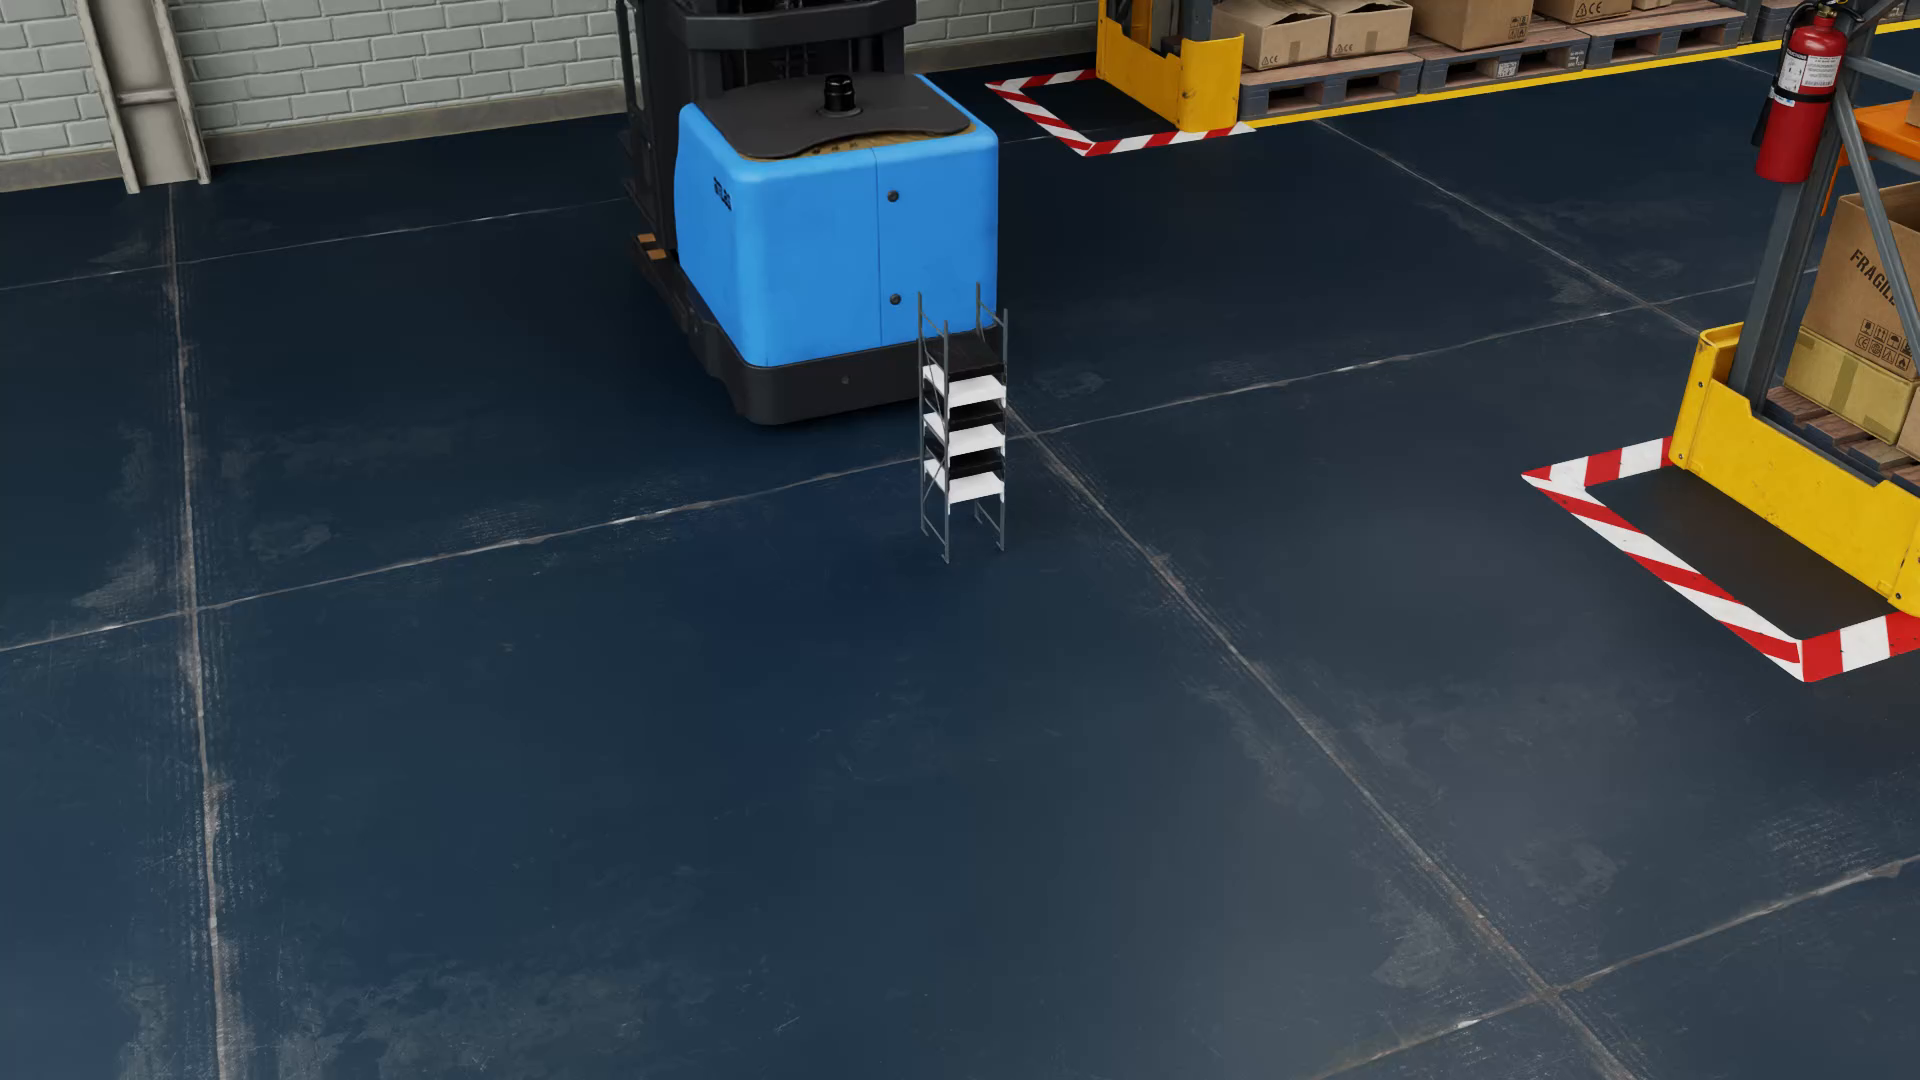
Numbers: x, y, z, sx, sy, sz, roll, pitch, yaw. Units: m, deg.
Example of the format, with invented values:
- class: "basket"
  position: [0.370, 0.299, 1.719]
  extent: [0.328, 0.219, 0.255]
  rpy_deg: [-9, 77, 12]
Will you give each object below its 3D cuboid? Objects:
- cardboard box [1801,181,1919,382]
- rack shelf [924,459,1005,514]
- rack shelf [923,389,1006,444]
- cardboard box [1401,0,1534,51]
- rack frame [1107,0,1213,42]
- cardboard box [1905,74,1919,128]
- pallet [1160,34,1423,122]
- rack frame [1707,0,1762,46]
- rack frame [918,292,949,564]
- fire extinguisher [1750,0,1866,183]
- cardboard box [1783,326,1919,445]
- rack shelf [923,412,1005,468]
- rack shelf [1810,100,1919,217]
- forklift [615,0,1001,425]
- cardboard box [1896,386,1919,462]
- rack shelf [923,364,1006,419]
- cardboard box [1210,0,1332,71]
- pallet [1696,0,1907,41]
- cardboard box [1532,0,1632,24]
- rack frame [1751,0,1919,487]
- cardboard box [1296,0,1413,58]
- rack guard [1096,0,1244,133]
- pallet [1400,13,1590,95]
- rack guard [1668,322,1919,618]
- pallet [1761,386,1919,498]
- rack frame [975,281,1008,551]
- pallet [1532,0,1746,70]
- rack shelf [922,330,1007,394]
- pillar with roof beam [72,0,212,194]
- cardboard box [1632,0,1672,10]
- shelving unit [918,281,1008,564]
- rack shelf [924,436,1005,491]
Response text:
- class: "cardboard box"
  position: [3.417, -0.929, 5.876]
  extent: [0.500, 0.500, 0.500]
  rpy_deg: [-13, 35, -19]
- class: "rack shelf"
  position: [0.007, -0.200, 5.624]
  extent: [0.200, 0.077, 0.258]
  rpy_deg: [-13, 35, -19]
- class: "rack shelf"
  position: [0.007, -0.426, 5.476]
  extent: [0.200, 0.077, 0.258]
  rpy_deg: [-13, 35, -19]
- class: "cardboard box"
  position: [3.011, -3.306, 9.969]
  extent: [0.500, 0.500, 0.700]
  rpy_deg: [-15, 36, -22]
- class: "rack frame"
  position: [1.116, -3.818, 8.868]
  extent: [0.127, 3.000, 1.000]
  rpy_deg: [-13, 35, -19]
- class: "cardboard box"
  position: [3.473, -1.462, 5.155]
  extent: [0.500, 0.500, 0.700]
  rpy_deg: [-13, 35, -19]
- class: "pallet"
  position: [1.949, -2.819, 9.890]
  extent: [1.213, 0.211, 1.003]
  rpy_deg: [-13, 35, -19]
- class: "rack frame"
  position: [4.805, -4.663, 10.166]
  extent: [0.127, 3.000, 1.000]
  rpy_deg: [-13, 35, -19]
- class: "rack frame"
  position: [-0.086, -0.357, 5.474]
  extent: [0.006, 0.900, 0.240]
  rpy_deg: [-13, 35, -19]
- class: "fire extinguisher"
  position: [2.749, -1.504, 5.383]
  extent: [0.183, 0.674, 0.296]
  rpy_deg: [-13, 35, -19]
- class: "cardboard box"
  position: [3.418, -0.614, 6.079]
  extent: [0.500, 0.250, 0.500]
  rpy_deg: [-13, 35, -19]
- class: "rack shelf"
  position: [0.007, -0.351, 5.525]
  extent: [0.200, 0.077, 0.258]
  rpy_deg: [-13, 35, -19]
- class: "rack shelf"
  position: [4.882, -1.449, 5.886]
  extent: [4.000, 0.370, 1.077]
  rpy_deg: [-13, 35, -19]
- class: "forklift"
  position: [-0.874, -2.456, 6.837]
  extent: [1.130, 2.935, 3.031]
  rpy_deg: [-13, 35, -19]
- class: "cardboard box"
  position: [3.618, -0.353, 5.678]
  extent: [0.500, 0.250, 0.500]
  rpy_deg: [-13, 35, -19]
- class: "rack shelf"
  position: [0.007, -0.502, 5.427]
  extent: [0.200, 0.077, 0.258]
  rpy_deg: [-13, 35, -19]
- class: "cardboard box"
  position: [1.789, -2.977, 9.636]
  extent: [0.500, 0.311, 0.500]
  rpy_deg: [-17, 37, -24]
- class: "pallet"
  position: [5.522, -3.659, 11.180]
  extent: [1.213, 0.211, 1.003]
  rpy_deg: [-13, 35, -19]
- class: "cardboard box"
  position: [3.863, -3.560, 10.360]
  extent: [0.500, 0.500, 0.500]
  rpy_deg: [-16, 36, -22]
- class: "rack frame"
  position: [3.036, -1.330, 5.043]
  extent: [0.053, 2.616, 0.949]
  rpy_deg: [-13, 35, -19]
- class: "cardboard box"
  position: [2.315, -3.097, 9.821]
  extent: [0.500, 0.311, 0.500]
  rpy_deg: [-10, 34, -15]
- class: "rack guard"
  position: [1.186, -2.787, 9.574]
  extent: [0.348, 0.500, 1.175]
  rpy_deg: [-13, 35, -19]
- class: "pallet"
  position: [3.072, -3.075, 10.282]
  extent: [1.213, 0.211, 1.003]
  rpy_deg: [-13, 35, -19]
- class: "rack guard"
  position: [3.015, -0.275, 5.715]
  extent: [0.348, 0.500, 1.175]
  rpy_deg: [-13, 35, -19]
- class: "pallet"
  position: [3.726, -0.342, 6.082]
  extent: [1.213, 0.211, 1.003]
  rpy_deg: [-13, 35, -19]
- class: "rack frame"
  position: [0.101, -0.400, 5.540]
  extent: [0.006, 0.900, 0.240]
  rpy_deg: [-13, 35, -19]
- class: "pallet"
  position: [4.199, -3.335, 10.681]
  extent: [1.213, 0.211, 1.003]
  rpy_deg: [-13, 35, -19]
- class: "rack shelf"
  position: [0.008, -0.577, 5.378]
  extent: [0.200, 0.077, 0.258]
  rpy_deg: [-13, 35, -19]
- class: "pillar with roof beam"
  position: [-2.439, -3.484, 2.854]
  extent: [0.400, 9.000, 9.100]
  rpy_deg: [-13, 35, -19]
- class: "cardboard box"
  position: [4.323, -3.532, 10.622]
  extent: [0.250, 0.166, 0.380]
  rpy_deg: [-18, 37, -25]
- class: "shelving unit"
  position: [0.007, -0.379, 5.507]
  extent: [0.210, 0.900, 0.258]
  rpy_deg: [-13, 35, -19]
- class: "rack shelf"
  position: [0.007, -0.276, 5.574]
  extent: [0.200, 0.077, 0.258]
  rpy_deg: [-13, 35, -19]
